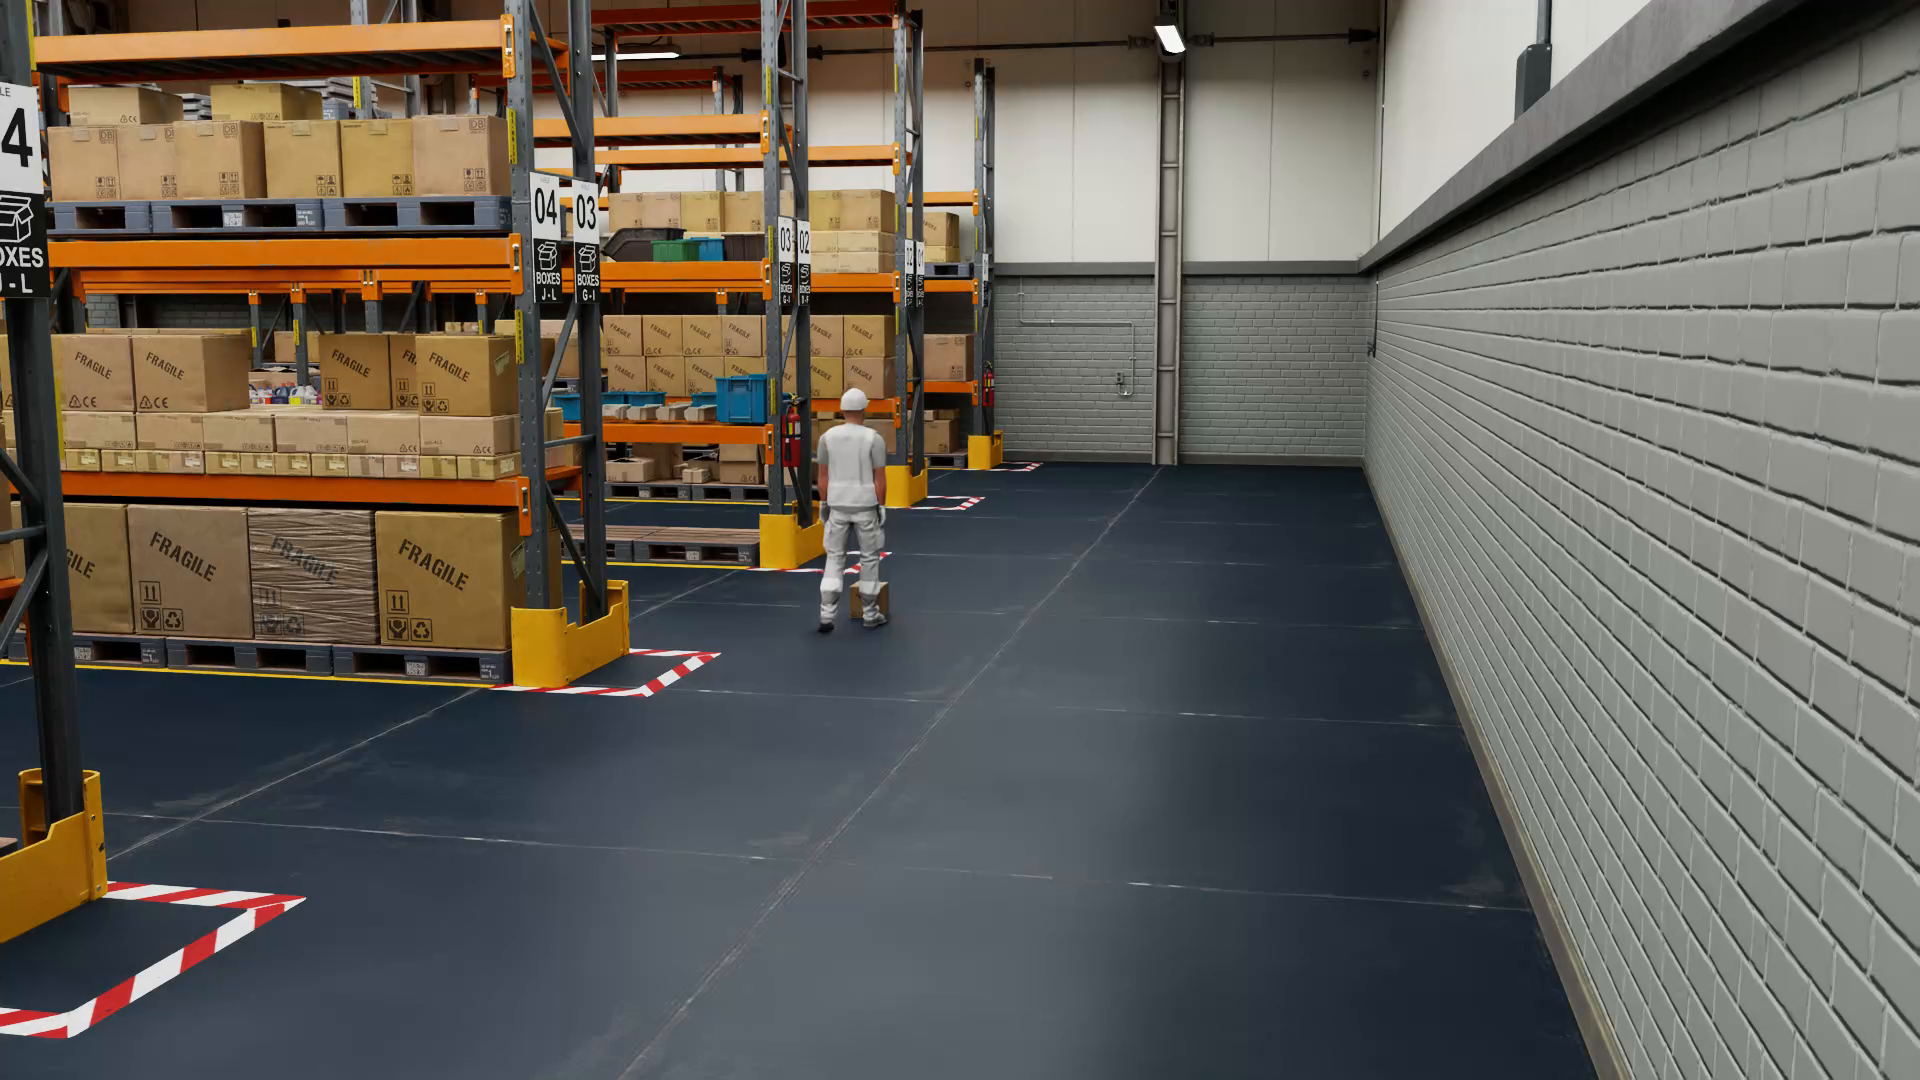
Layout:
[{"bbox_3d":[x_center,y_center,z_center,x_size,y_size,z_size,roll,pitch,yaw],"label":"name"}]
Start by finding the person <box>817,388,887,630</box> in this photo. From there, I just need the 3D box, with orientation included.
[{"bbox_3d":[-0.798,-0.188,12.382,0.541,1.879,0.525,2,8,12],"label":"person"}]
